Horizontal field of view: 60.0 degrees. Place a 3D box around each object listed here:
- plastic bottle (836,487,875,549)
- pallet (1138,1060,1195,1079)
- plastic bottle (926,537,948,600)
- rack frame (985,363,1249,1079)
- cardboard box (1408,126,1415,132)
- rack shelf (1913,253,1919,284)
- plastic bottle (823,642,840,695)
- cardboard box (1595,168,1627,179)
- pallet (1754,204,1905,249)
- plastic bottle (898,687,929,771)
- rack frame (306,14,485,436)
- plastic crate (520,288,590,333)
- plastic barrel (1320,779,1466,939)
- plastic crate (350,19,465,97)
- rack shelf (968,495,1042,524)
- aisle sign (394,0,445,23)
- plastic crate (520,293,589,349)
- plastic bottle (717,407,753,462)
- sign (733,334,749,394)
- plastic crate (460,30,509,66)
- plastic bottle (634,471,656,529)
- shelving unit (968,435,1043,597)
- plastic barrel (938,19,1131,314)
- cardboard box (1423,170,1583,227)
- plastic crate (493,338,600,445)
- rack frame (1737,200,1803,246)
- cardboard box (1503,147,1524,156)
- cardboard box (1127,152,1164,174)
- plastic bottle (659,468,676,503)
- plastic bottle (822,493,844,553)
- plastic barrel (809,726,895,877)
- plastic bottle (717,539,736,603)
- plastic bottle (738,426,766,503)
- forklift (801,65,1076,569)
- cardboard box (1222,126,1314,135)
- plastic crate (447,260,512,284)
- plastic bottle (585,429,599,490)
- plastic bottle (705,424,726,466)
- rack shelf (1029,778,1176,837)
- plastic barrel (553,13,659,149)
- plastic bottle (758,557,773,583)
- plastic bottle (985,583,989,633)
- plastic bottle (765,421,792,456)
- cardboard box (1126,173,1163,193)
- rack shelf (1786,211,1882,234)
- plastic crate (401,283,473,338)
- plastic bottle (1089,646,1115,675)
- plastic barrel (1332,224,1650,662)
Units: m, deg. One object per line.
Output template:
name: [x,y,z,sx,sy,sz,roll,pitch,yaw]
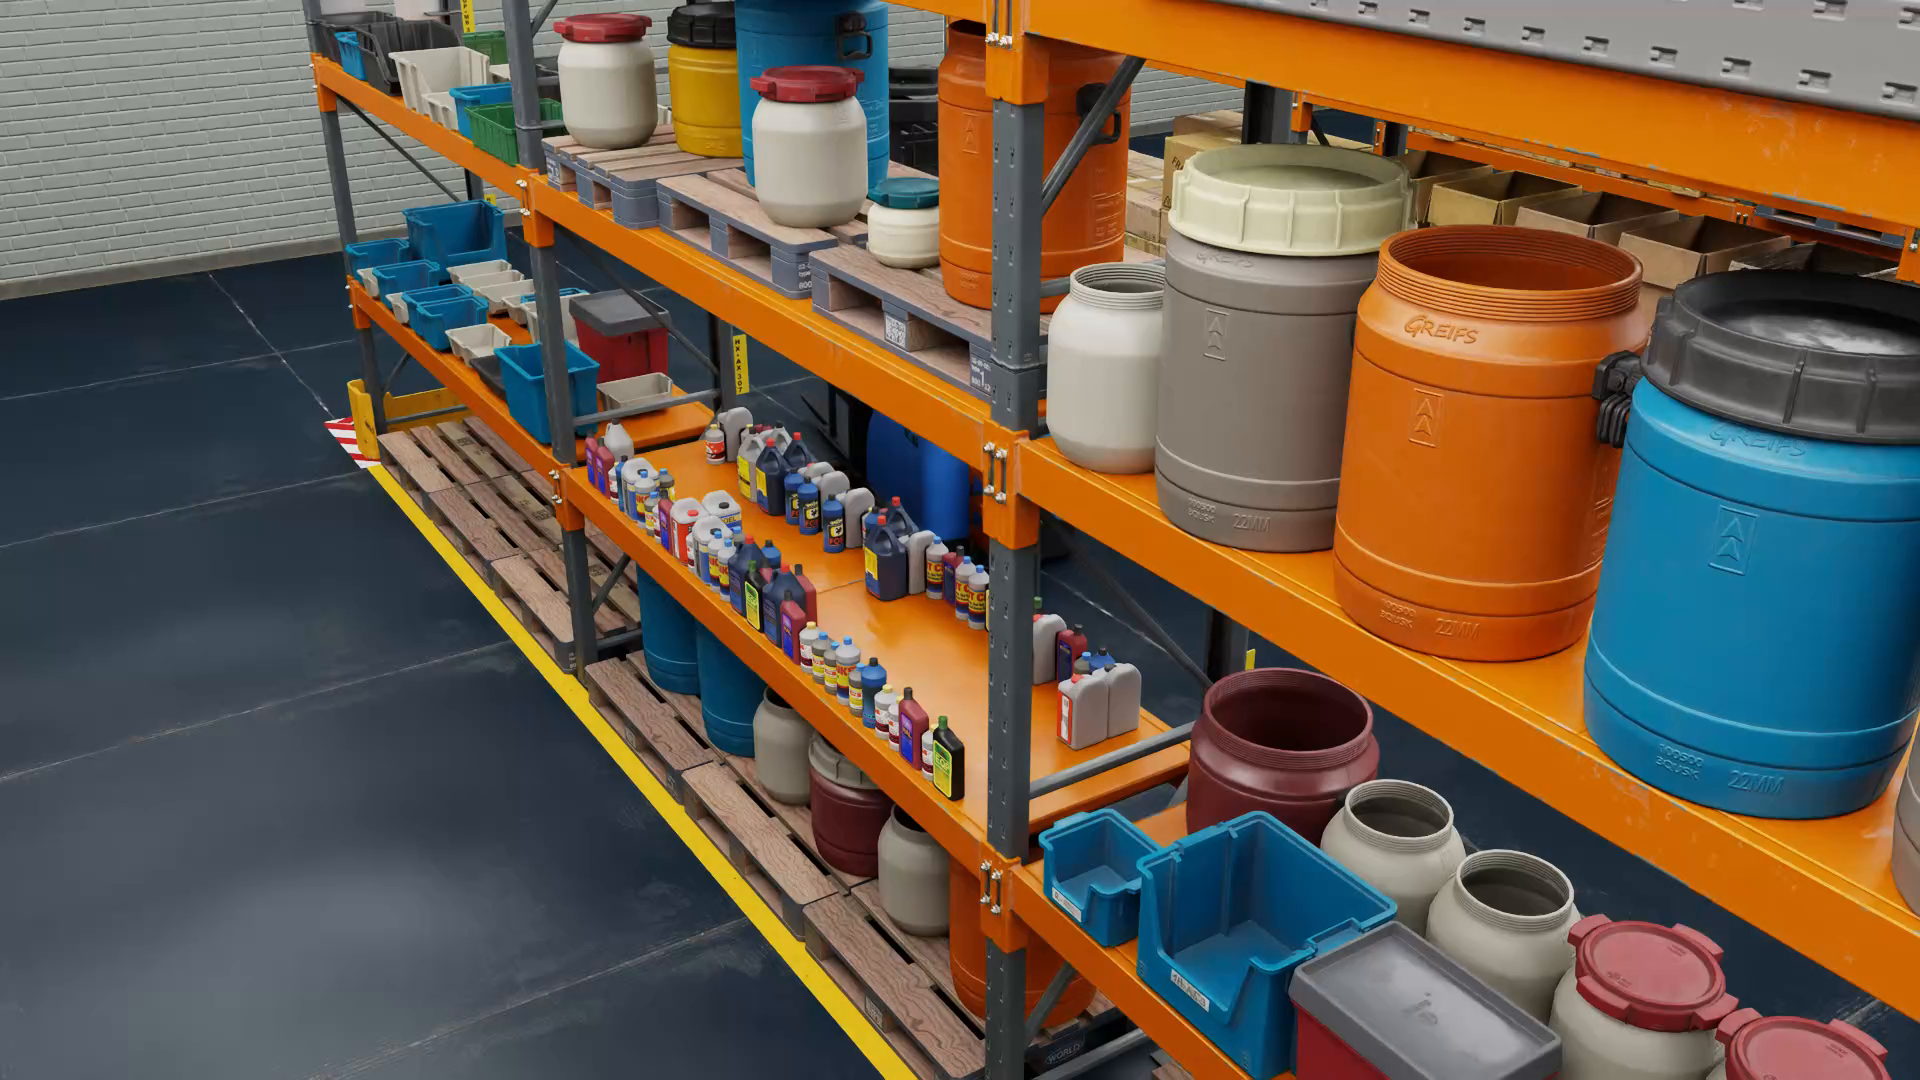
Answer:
plastic bottle: [-0.484,-0.120,7.635,0.152,0.276,0.135,-16,29,-30]
pallet: [0.929,2.294,5.643,1.003,0.211,1.213,-16,29,-30]
plastic bottle: [-0.097,0.114,7.145,0.097,0.271,0.097,0,25,0]
rack frame: [0.539,0.747,5.654,1.000,3.000,0.127,-16,29,-30]
cardboard box: [4.435,-4.082,16.178,0.380,0.149,0.250,-16,30,-30]
rack shelf: [5.781,-0.723,6.097,1.077,0.370,4.000,-16,29,-30]
plastic bottle: [-0.479,0.489,6.432,0.097,0.201,0.097,0,25,0]
cardboard box: [5.743,-3.256,14.428,0.380,0.149,0.250,-17,30,-32]
pallet: [7.011,-2.564,12.891,1.003,0.211,1.213,-16,29,-30]
plastic bottle: [-0.165,0.672,5.949,0.061,0.283,0.133,-16,29,-30]
rack frame: [-3.828,-2.114,11.715,1.000,3.000,0.127,-16,29,-30]
plastic crate: [-2.492,-1.391,10.309,0.416,0.233,0.300,-16,29,-30]
plastic barrel: [1.280,1.015,4.956,0.421,0.512,0.421,0,25,0]
plastic crate: [-3.224,-2.832,9.795,0.504,0.338,0.767,-16,29,-30]
rack shelf: [0.261,-0.130,9.777,0.258,0.148,0.480,-10,27,-20]
aisle sign: [-3.622,-3.384,11.359,0.394,0.787,0.004,-16,29,-30]
plastic crate: [-2.324,-1.246,9.945,0.437,0.282,0.530,-16,29,-30]
plastic bottle: [-1.159,-0.562,8.572,0.152,0.276,0.135,-16,29,-30]
sign: [-1.183,-0.936,8.895,0.100,0.325,0.005,-16,29,-30]
plastic crate: [-3.050,-3.089,10.514,0.450,0.188,0.336,-16,29,-30]
plastic bottle: [-1.471,-0.192,7.794,0.097,0.271,0.097,0,25,0]
shelving unit: [0.261,-0.190,9.748,0.258,1.200,0.503,-10,27,-20]
plastic barrel: [0.232,-1.197,5.264,0.600,0.830,0.708,-16,29,-30]
cardboard box: [3.226,-1.862,9.888,0.797,0.503,0.637,-15,29,-29]
plastic crate: [-2.185,-0.791,8.860,0.392,0.384,0.575,-16,29,-30]
rack frame: [6.716,-2.958,13.501,1.000,3.000,0.127,-16,29,-30]
cardboard box: [5.205,-3.634,15.229,0.380,0.149,0.250,-16,30,-31]
cardboard box: [1.363,-2.860,13.122,0.500,0.250,0.500,-17,30,-31]
plastic bottle: [-1.417,-0.244,7.986,0.097,0.201,0.097,0,25,0]
plastic bottle: [-0.578,-0.082,7.561,0.097,0.271,0.097,0,25,0]
plastic barrel: [-0.359,1.073,7.297,0.600,0.588,0.708,-16,29,-30]
plastic bottle: [-0.985,0.126,7.121,0.097,0.271,0.097,0,25,0]
plastic bottle: [-0.989,-0.375,8.089,0.144,0.351,0.185,-16,29,-30]
forklift: [-0.312,-1.695,10.906,1.130,2.935,3.031,-10,27,-20]
cardboard box: [2.196,-2.653,11.804,0.500,0.500,0.500,-16,29,-30]
plastic crate: [-3.231,-1.773,11.230,0.396,0.136,0.243,-16,29,-30]
plastic bottle: [-1.802,-0.400,8.221,0.061,0.283,0.133,-16,29,-30]
plastic bottle: [-1.253,-0.492,8.512,0.097,0.201,0.097,0,25,0]
rack shelf: [-0.553,0.292,7.292,0.831,0.071,3.687,-16,29,-30]
plastic barrel: [-1.567,-2.045,7.403,0.433,0.535,0.433,0,25,0]
plastic bottle: [-0.786,0.218,6.912,0.061,0.283,0.133,-16,29,-30]
plastic bottle: [0.160,0.263,6.815,0.061,0.283,0.133,-16,29,-30]
plastic bottle: [-0.869,-0.409,8.160,0.144,0.351,0.185,-16,29,-30]
cardboard box: [1.207,-2.550,12.466,0.500,0.250,0.500,-16,30,-31]
rack shelf: [7.808,-2.005,12.098,0.919,0.124,3.809,-16,29,-30]
plastic crate: [-3.250,-1.430,10.391,0.416,0.233,0.300,-16,29,-30]
plastic bottle: [0.533,0.527,6.270,0.097,0.271,0.097,0,25,0]
plastic barrel: [1.163,-0.225,3.697,0.600,0.830,0.708,-16,29,-30]
